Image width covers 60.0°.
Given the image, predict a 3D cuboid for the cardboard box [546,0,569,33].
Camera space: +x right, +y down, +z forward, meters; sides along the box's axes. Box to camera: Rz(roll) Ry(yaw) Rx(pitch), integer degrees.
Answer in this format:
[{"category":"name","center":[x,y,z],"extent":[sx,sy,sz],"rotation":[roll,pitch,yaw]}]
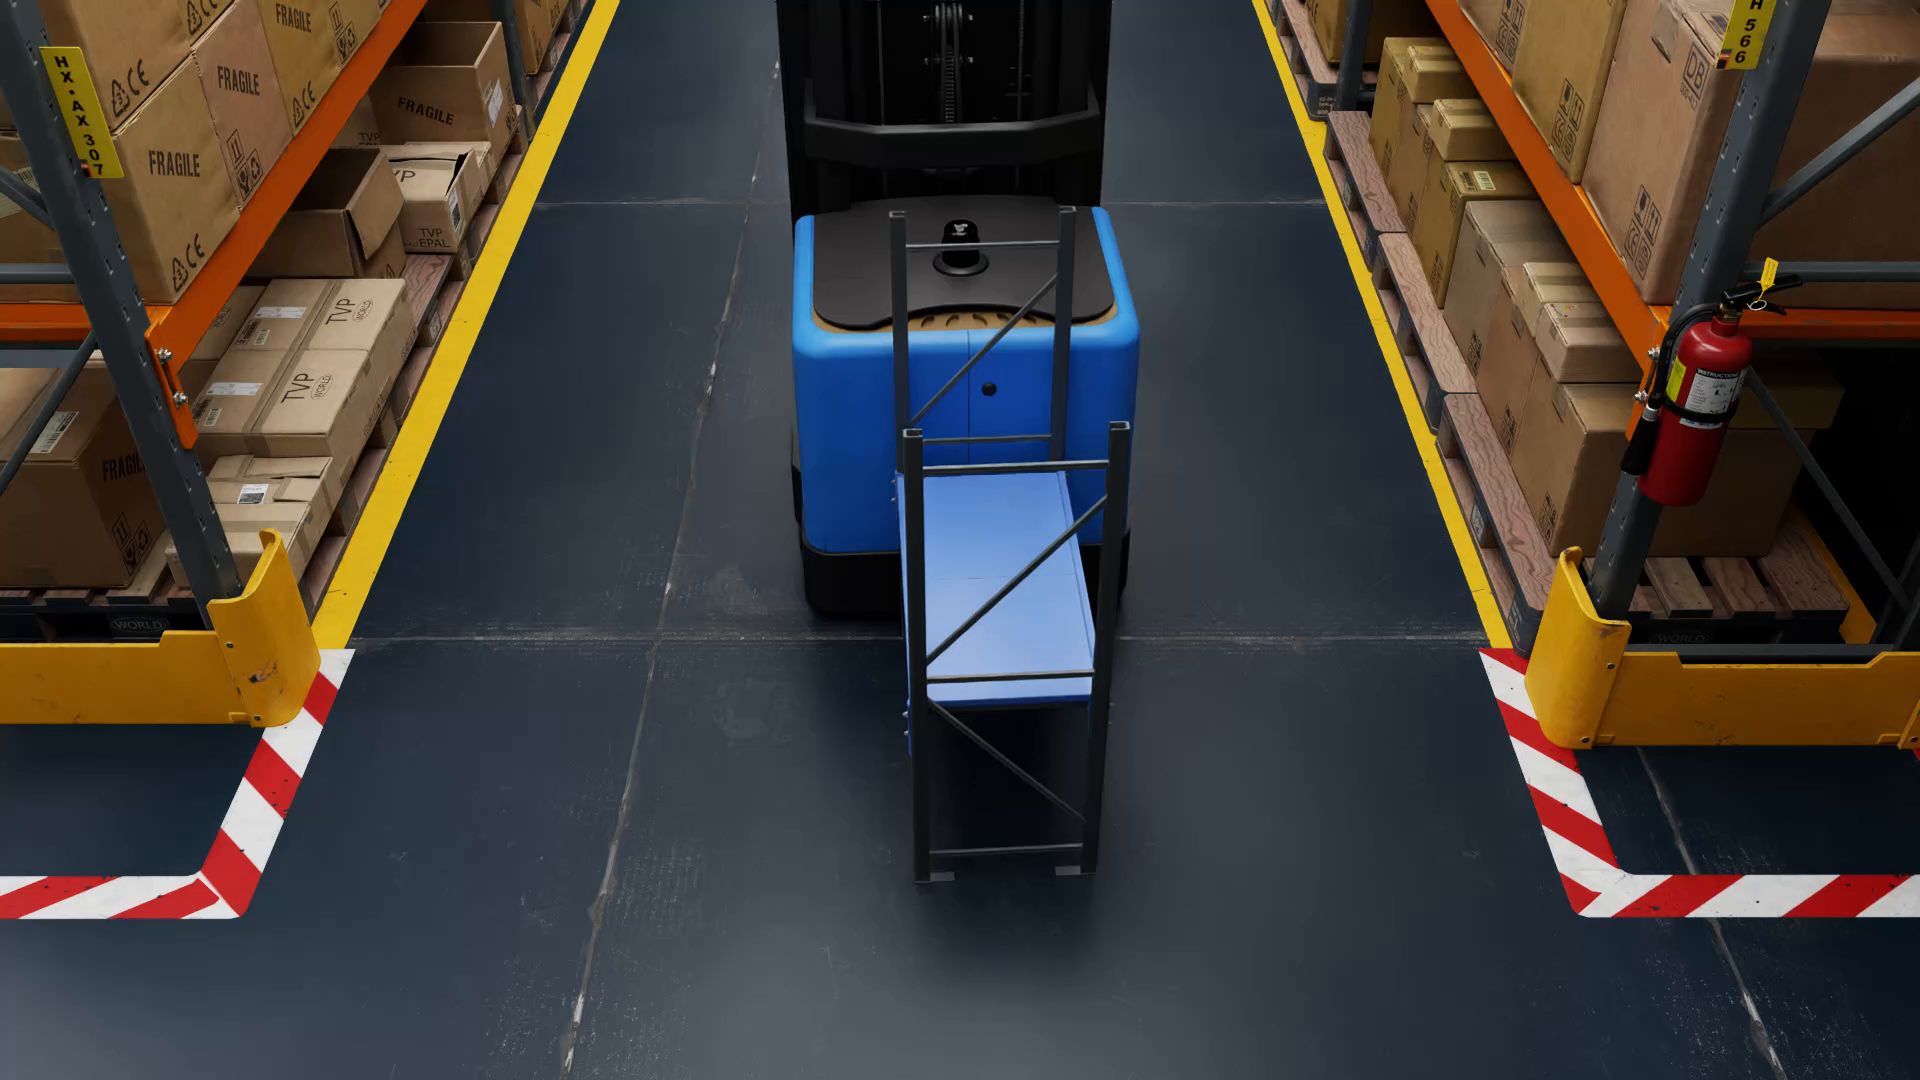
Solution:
[{"category":"cardboard box","center":[-2.381,-2.996,8.737],"extent":[0.500,0.500,0.500],"rotation":[0,39,1]}]

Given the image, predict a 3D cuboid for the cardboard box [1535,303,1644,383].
[{"category":"cardboard box","center":[2.063,-0.628,5.279],"extent":[0.380,0.149,0.250],"rotation":[0,39,-1]}]

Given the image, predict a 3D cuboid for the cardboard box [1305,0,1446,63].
[{"category":"cardboard box","center":[2.211,-2.901,8.355],"extent":[0.750,0.750,0.750],"rotation":[0,39,0]}]

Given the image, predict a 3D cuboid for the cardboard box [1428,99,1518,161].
[{"category":"cardboard box","center":[2.059,-1.603,6.496],"extent":[0.380,0.149,0.250],"rotation":[-1,39,-1]}]

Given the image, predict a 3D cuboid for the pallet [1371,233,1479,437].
[{"category":"pallet","center":[2.269,-0.841,6.631],"extent":[1.003,0.211,1.213],"rotation":[0,39,0]}]

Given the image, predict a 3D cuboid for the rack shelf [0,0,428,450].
[{"category":"rack shelf","center":[-2.610,-1.632,5.964],"extent":[1.077,0.370,4.000],"rotation":[0,39,0]}]

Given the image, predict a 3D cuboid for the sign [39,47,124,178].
[{"category":"sign","center":[-2.065,-1.001,3.908],"extent":[0.100,0.325,0.005],"rotation":[0,39,0]}]

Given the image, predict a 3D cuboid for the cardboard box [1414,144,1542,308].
[{"category":"cardboard box","center":[2.236,-1.255,6.581],"extent":[0.700,0.500,0.500],"rotation":[1,39,1]}]

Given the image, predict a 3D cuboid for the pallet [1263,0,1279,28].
[{"category":"pallet","center":[2.261,-3.329,9.735],"extent":[1.003,0.211,1.213],"rotation":[0,39,0]}]

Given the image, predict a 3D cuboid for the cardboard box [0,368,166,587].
[{"category":"cardboard box","center":[-2.854,-0.198,5.246],"extent":[0.500,0.500,0.500],"rotation":[0,39,0]}]

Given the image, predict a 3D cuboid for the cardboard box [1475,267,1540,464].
[{"category":"cardboard box","center":[2.245,-0.607,5.772],"extent":[0.700,0.500,0.500],"rotation":[0,39,0]}]

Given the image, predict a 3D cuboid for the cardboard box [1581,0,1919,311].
[{"category":"cardboard box","center":[2.336,-1.104,4.489],"extent":[0.980,0.700,0.700],"rotation":[2,39,2]}]

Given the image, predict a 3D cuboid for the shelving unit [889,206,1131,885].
[{"category":"shelving unit","center":[0.093,0.024,4.520],"extent":[0.538,1.500,1.048],"rotation":[-2,39,-3]}]

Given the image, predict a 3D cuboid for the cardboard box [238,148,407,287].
[{"category":"cardboard box","center":[-2.605,-1.186,6.476],"extent":[0.797,0.503,0.637],"rotation":[0,39,0]}]

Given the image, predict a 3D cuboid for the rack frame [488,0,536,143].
[{"category":"rack frame","center":[-2.612,-3.164,7.299],"extent":[1.000,3.000,0.127],"rotation":[0,39,0]}]

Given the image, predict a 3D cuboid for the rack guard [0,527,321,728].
[{"category":"rack guard","center":[-2.608,0.266,5.019],"extent":[1.175,0.500,0.348],"rotation":[0,39,0]}]

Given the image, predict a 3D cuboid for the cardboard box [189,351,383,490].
[{"category":"cardboard box","center":[-2.325,-0.414,5.715],"extent":[0.500,0.250,0.500],"rotation":[0,39,0]}]

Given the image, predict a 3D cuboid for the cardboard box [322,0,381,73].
[{"category":"cardboard box","center":[-2.347,-1.928,5.677],"extent":[0.500,0.500,0.500],"rotation":[0,39,1]}]

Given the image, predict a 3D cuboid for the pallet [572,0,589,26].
[{"category":"pallet","center":[-2.655,-3.349,9.760],"extent":[1.003,0.211,1.213],"rotation":[0,39,0]}]

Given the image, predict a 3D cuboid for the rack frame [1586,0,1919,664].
[{"category":"rack frame","center":[2.346,-0.668,4.185],"extent":[1.000,3.000,0.127],"rotation":[0,39,0]}]

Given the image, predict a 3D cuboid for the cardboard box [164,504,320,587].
[{"category":"cardboard box","center":[-2.264,0.016,5.259],"extent":[0.380,0.149,0.250],"rotation":[0,39,0]}]

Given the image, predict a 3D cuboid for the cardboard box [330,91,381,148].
[{"category":"cardboard box","center":[-2.828,-2.024,7.675],"extent":[0.500,0.311,0.500],"rotation":[0,39,0]}]

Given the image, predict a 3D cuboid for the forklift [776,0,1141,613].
[{"category":"forklift","center":[-0.067,-1.814,5.670],"extent":[1.130,2.935,3.031],"rotation":[-2,39,-3]}]

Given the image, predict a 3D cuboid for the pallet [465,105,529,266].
[{"category":"pallet","center":[-2.612,-1.646,7.635],"extent":[1.003,0.211,1.213],"rotation":[0,39,0]}]

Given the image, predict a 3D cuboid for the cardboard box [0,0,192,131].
[{"category":"cardboard box","center":[-2.344,-1.369,4.180],"extent":[0.500,0.500,0.500],"rotation":[1,39,1]}]

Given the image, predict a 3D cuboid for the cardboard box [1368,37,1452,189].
[{"category":"cardboard box","center":[2.240,-1.890,7.373],"extent":[0.700,0.500,0.500],"rotation":[0,39,1]}]

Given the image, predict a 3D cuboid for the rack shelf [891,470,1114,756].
[{"category":"rack shelf","center":[0.093,0.165,4.633],"extent":[0.538,0.185,1.000],"rotation":[-2,39,-3]}]

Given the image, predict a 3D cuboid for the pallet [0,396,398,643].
[{"category":"pallet","center":[-2.609,-0.120,5.731],"extent":[1.003,0.211,1.213],"rotation":[0,39,0]}]

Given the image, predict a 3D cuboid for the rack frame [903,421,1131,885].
[{"category":"rack frame","center":[0.125,0.342,4.124],"extent":[0.500,1.500,0.032],"rotation":[-2,39,-3]}]

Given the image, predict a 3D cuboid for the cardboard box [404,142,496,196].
[{"category":"cardboard box","center":[-2.267,-1.632,7.316],"extent":[0.380,0.149,0.250],"rotation":[0,39,0]}]

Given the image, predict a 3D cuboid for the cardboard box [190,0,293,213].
[{"category":"cardboard box","center":[-2.350,-1.302,4.896],"extent":[0.500,0.500,0.500],"rotation":[0,39,0]}]

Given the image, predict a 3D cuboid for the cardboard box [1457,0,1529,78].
[{"category":"cardboard box","center":[2.332,-2.036,5.652],"extent":[0.980,0.700,0.700],"rotation":[-2,39,-2]}]
